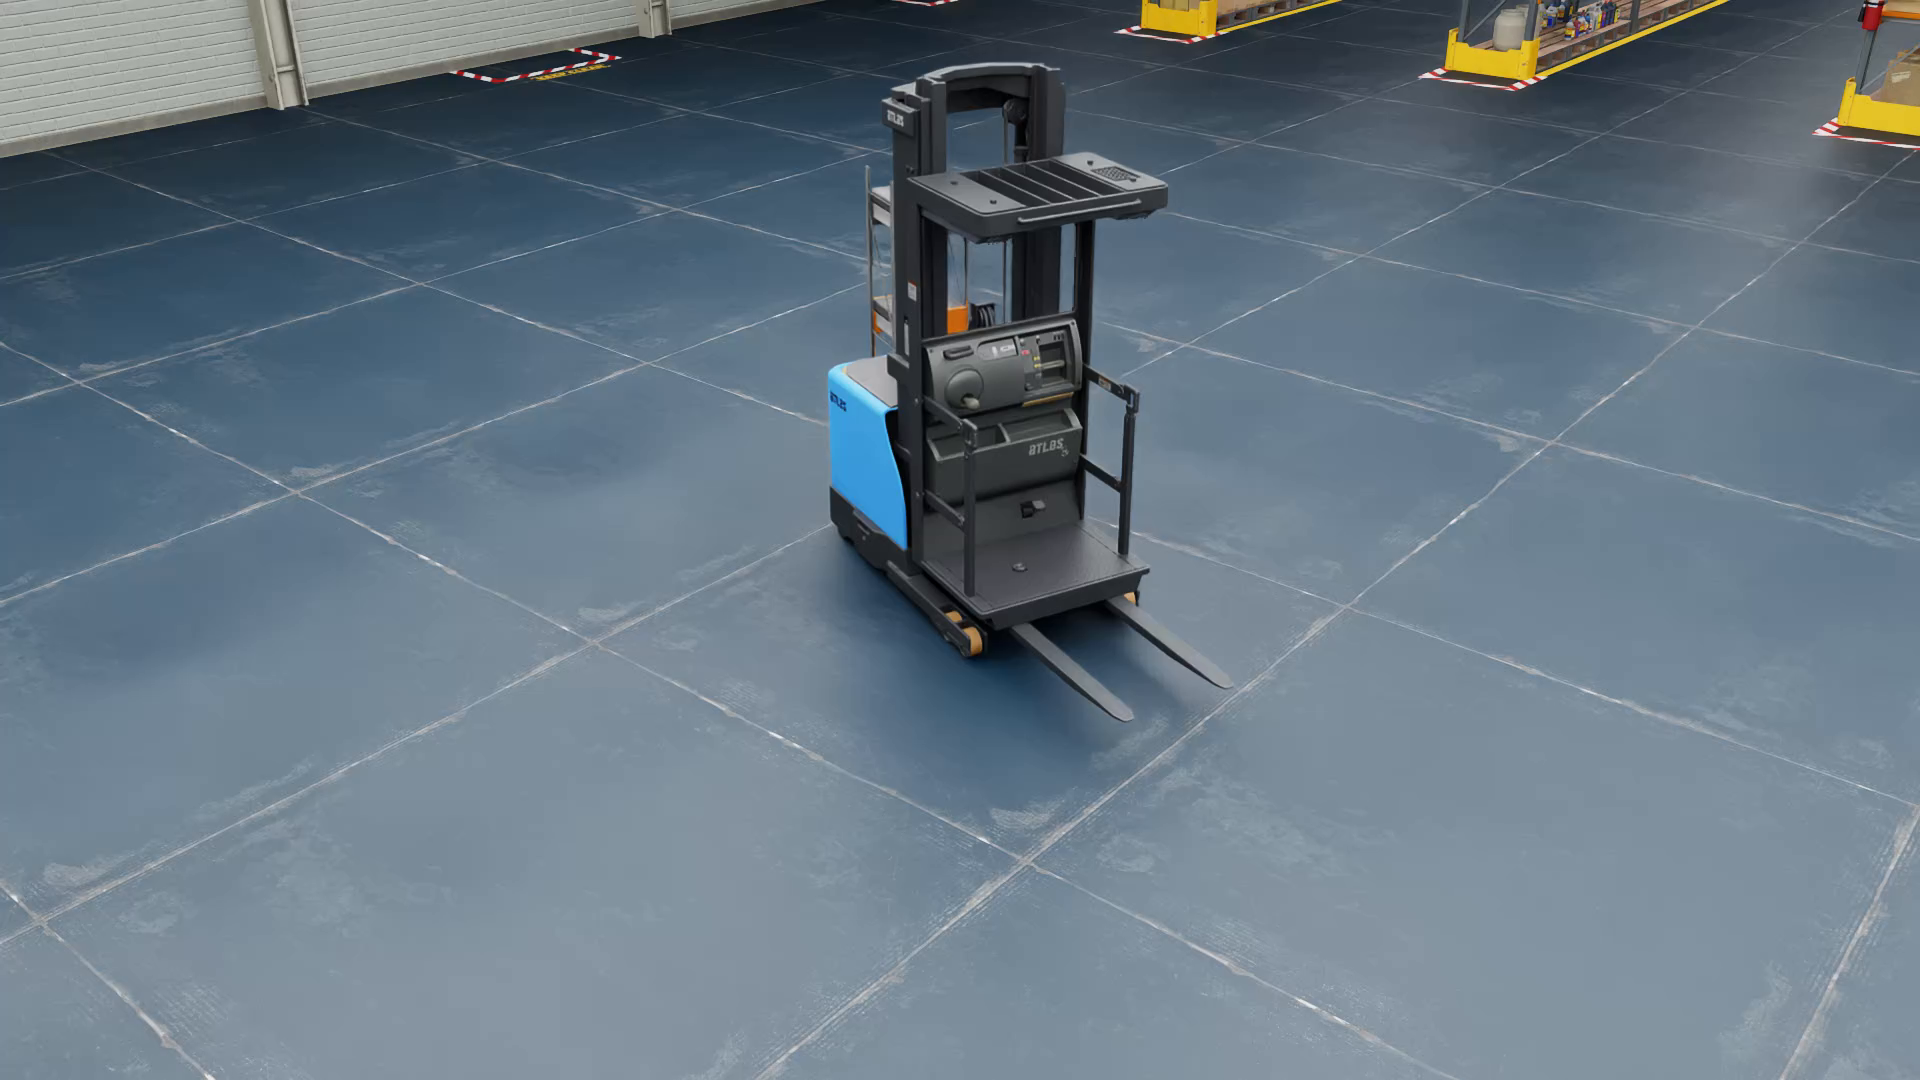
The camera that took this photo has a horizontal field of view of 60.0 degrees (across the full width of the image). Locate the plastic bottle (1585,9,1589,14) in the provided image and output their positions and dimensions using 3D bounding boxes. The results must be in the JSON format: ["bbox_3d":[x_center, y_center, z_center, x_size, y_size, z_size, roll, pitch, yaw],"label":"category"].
[{"bbox_3d":[9.064,-7.536,24.030,0.061,0.283,0.133,21,34,34],"label":"plastic bottle"}]

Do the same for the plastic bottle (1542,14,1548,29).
[{"bbox_3d":[8.453,-7.506,24.061,0.097,0.201,0.097,0,27,0],"label":"plastic bottle"}]

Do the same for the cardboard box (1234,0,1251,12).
[{"bbox_3d":[4.138,-8.321,25.605,0.500,0.250,0.500,21,34,34],"label":"cardboard box"}]

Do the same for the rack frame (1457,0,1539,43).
[{"bbox_3d":[7.130,-7.603,21.682,1.000,3.000,0.127,21,34,34],"label":"rack frame"}]

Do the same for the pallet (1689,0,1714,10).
[{"bbox_3d":[11.696,-8.938,27.297,1.003,0.211,1.213,21,34,34],"label":"pallet"}]

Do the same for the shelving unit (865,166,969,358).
[{"bbox_3d":[-0.259,-1.298,10.473,0.503,2.100,0.431,-13,30,-23],"label":"shelving unit"}]

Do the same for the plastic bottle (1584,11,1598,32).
[{"bbox_3d":[9.053,-7.455,23.882,0.152,0.276,0.135,21,34,35],"label":"plastic bottle"}]

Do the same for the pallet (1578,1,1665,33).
[{"bbox_3d":[10.144,-8.073,25.625,1.003,0.211,1.213,21,34,34],"label":"pallet"}]

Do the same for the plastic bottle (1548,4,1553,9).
[{"bbox_3d":[8.656,-7.710,24.380,0.097,0.271,0.097,0,27,0],"label":"plastic bottle"}]

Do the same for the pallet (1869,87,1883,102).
[{"bbox_3d":[11.544,-5.222,20.114,1.003,0.211,1.213,21,34,34],"label":"pallet"}]

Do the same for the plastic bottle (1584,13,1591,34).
[{"bbox_3d":[8.934,-7.367,23.717,0.097,0.271,0.097,0,27,0],"label":"plastic bottle"}]

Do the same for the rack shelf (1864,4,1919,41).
[{"bbox_3d":[12.224,-6.545,20.420,1.077,0.370,4.000,21,34,34],"label":"rack shelf"}]

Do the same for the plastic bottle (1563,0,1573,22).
[{"bbox_3d":[8.952,-7.833,24.531,0.144,0.351,0.185,21,34,34],"label":"plastic bottle"}]

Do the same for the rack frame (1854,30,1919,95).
[{"bbox_3d":[10.952,-6.156,18.884,1.000,3.000,0.127,21,34,34],"label":"rack frame"}]

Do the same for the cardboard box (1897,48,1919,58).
[{"bbox_3d":[11.716,-5.670,20.210,0.500,0.500,0.500,-18,32,-31],"label":"cardboard box"}]

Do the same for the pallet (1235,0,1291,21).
[{"bbox_3d":[4.541,-8.528,26.504,1.003,0.211,1.213,21,34,34],"label":"pallet"}]

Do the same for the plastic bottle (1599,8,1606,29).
[{"bbox_3d":[9.294,-7.560,24.076,0.061,0.283,0.133,23,35,38],"label":"plastic bottle"}]

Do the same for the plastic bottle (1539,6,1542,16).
[{"bbox_3d":[8.332,-7.592,24.064,0.144,0.351,0.185,22,35,36],"label":"plastic bottle"}]

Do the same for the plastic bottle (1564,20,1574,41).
[{"bbox_3d":[8.524,-7.138,23.275,0.097,0.271,0.097,0,27,0],"label":"plastic bottle"}]

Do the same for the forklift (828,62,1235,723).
[{"bbox_3d":[0.353,-0.904,8.807,1.130,2.935,3.031,-14,31,-26],"label":"forklift"}]

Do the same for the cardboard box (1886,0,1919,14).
[{"bbox_3d":[10.974,-6.205,19.254,0.380,0.149,0.250,21,34,34],"label":"cardboard box"}]

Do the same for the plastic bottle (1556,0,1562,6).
[{"bbox_3d":[8.841,-7.875,24.613,0.144,0.351,0.185,22,34,36],"label":"plastic bottle"}]

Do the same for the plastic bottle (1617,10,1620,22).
[{"bbox_3d":[9.684,-7.754,24.541,0.097,0.201,0.097,0,27,0],"label":"plastic bottle"}]

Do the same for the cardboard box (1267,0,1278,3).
[{"bbox_3d":[4.778,-8.674,26.288,0.500,0.250,0.500,21,34,34],"label":"cardboard box"}]

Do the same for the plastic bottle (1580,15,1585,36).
[{"bbox_3d":[8.806,-7.295,23.578,0.097,0.271,0.097,0,27,0],"label":"plastic bottle"}]

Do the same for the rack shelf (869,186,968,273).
[{"bbox_3d":[-0.260,-1.907,10.158,0.480,0.518,0.431,-13,30,-23],"label":"rack shelf"}]

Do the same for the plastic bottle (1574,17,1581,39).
[{"bbox_3d":[8.682,-7.219,23.417,0.061,0.283,0.133,21,34,35],"label":"plastic bottle"}]

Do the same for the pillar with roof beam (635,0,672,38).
[{"bbox_3d":[-1.231,-10.279,20.325,9.100,9.000,0.400,21,34,34],"label":"pillar with roof beam"}]

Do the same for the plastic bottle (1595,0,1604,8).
[{"bbox_3d":[9.376,-7.770,24.409,0.144,0.351,0.185,21,34,34],"label":"plastic bottle"}]

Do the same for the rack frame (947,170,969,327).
[{"bbox_3d":[-0.040,-1.347,10.568,0.015,2.100,0.400,-13,30,-23],"label":"rack frame"}]

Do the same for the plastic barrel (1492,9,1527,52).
[{"bbox_3d":[7.490,-6.940,22.652,0.421,0.512,0.421,0,27,0],"label":"plastic barrel"}]

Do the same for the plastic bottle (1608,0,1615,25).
[{"bbox_3d":[9.487,-7.728,24.327,0.144,0.351,0.185,20,33,33],"label":"plastic bottle"}]

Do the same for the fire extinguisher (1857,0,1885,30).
[{"bbox_3d":[10.524,-6.215,19.084,0.296,0.674,0.183,21,34,34],"label":"fire extinguisher"}]

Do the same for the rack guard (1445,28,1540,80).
[{"bbox_3d":[7.142,-6.534,22.335,1.175,0.500,0.348,21,34,34],"label":"rack guard"}]

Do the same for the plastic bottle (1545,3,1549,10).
[{"bbox_3d":[8.584,-7.732,24.409,0.061,0.283,0.133,23,35,37],"label":"plastic bottle"}]

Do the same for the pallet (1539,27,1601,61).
[{"bbox_3d":[8.439,-7.122,23.788,1.003,0.211,1.213,21,34,34],"label":"pallet"}]
